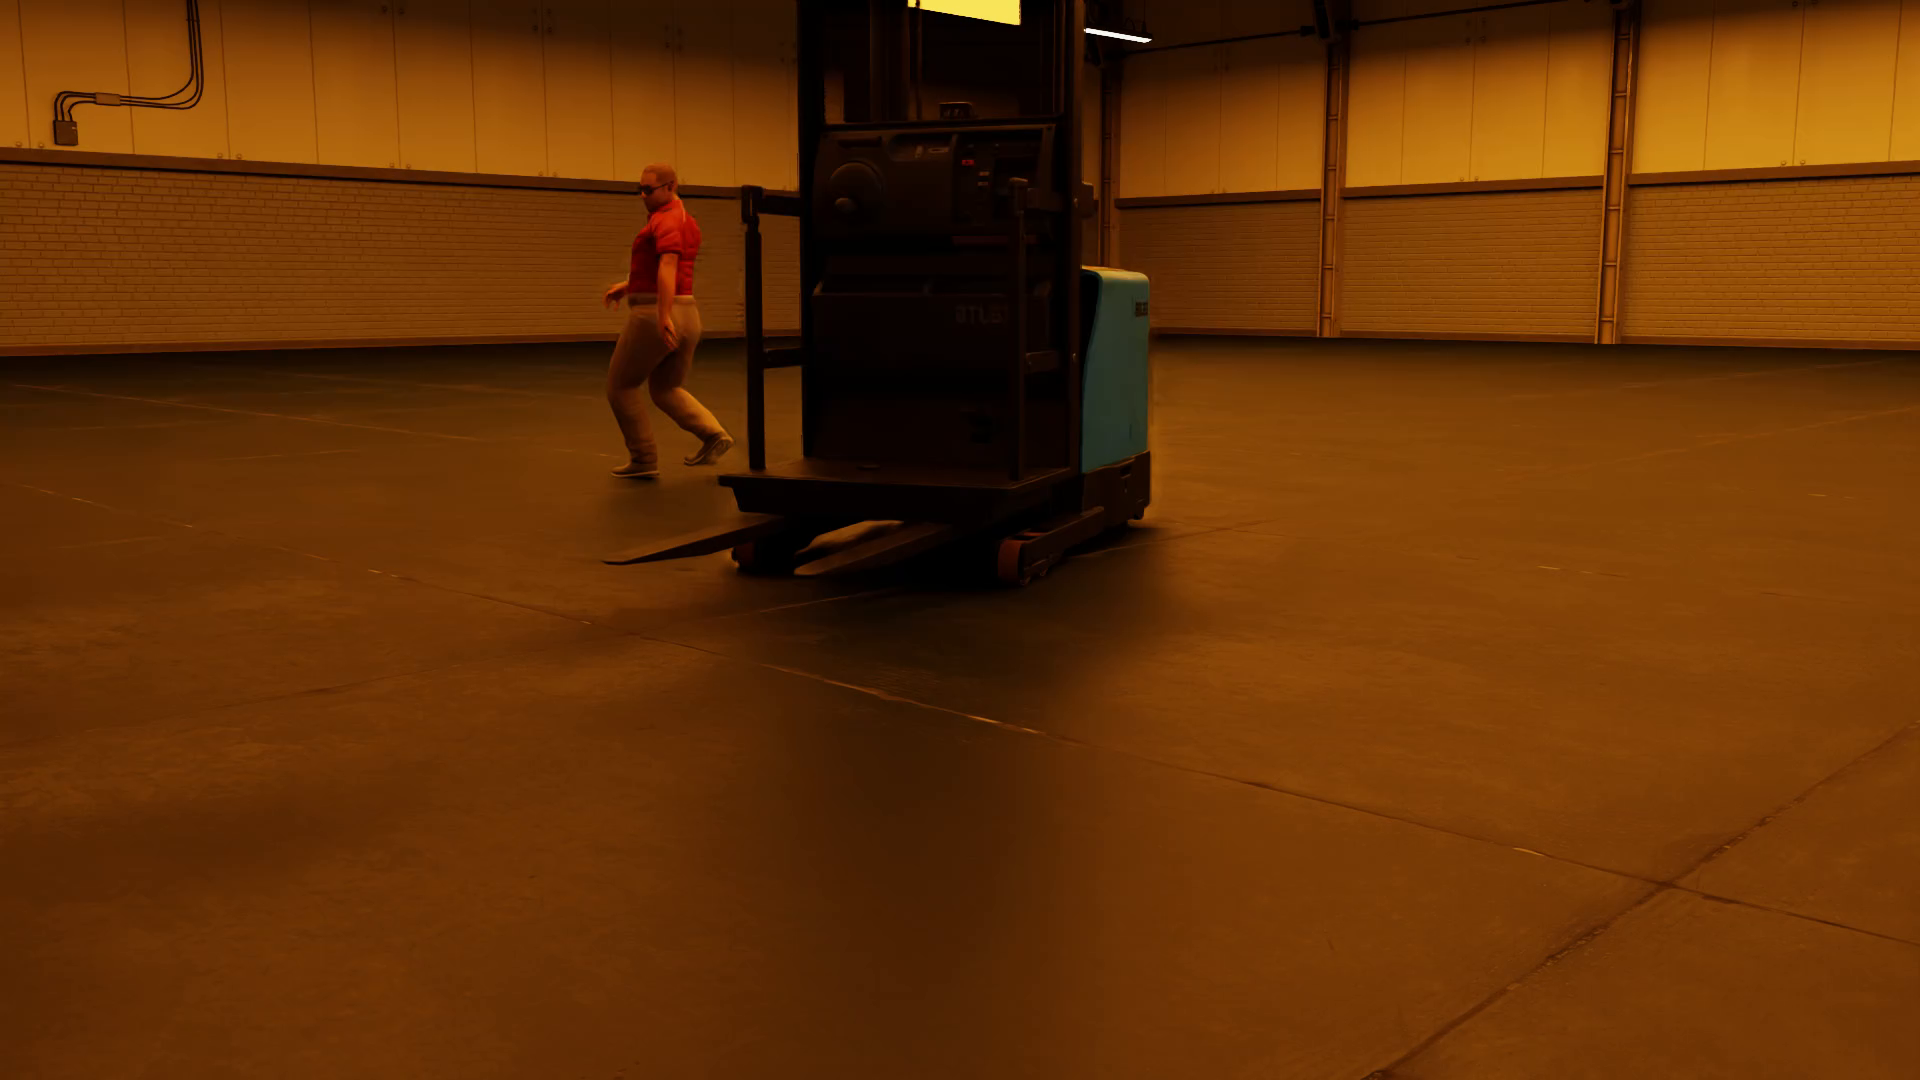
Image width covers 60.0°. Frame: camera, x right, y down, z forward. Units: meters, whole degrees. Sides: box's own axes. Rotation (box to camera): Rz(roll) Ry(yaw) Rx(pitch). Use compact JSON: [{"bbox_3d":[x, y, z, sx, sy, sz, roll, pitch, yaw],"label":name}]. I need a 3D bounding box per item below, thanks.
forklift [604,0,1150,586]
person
[{"bbox_3d":[-0.176,-1.359,5.897,1.130,2.935,3.031,3,9,21],"label":"forklift"},{"bbox_3d":[-1.586,-1.143,8.778,0.695,1.664,0.665,4,10,27],"label":"person"}]
